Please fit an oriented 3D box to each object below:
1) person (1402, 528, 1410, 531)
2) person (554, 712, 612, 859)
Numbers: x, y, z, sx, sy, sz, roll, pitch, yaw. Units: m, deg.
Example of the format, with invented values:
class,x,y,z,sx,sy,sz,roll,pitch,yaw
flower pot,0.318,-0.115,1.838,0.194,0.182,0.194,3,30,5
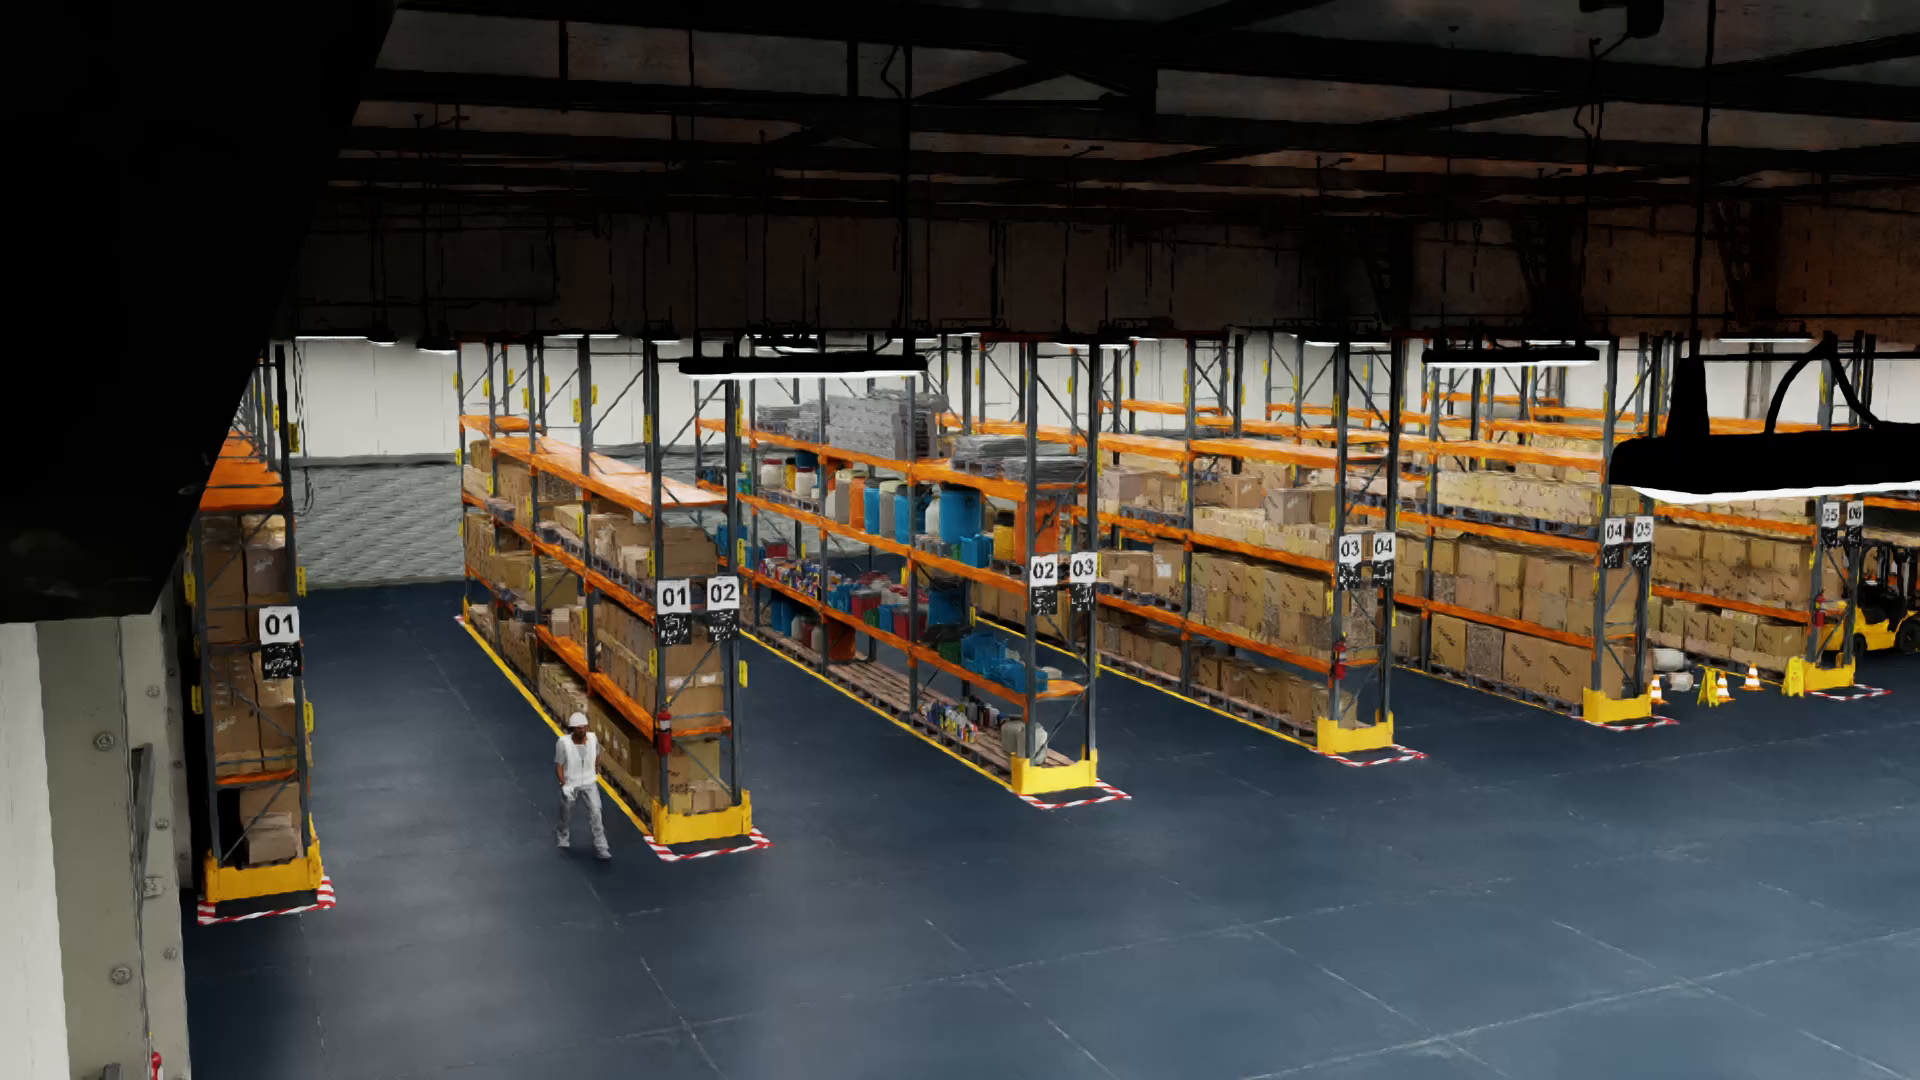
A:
class,x,y,z,sx,sy,sz,roll,pitch,yaw
person,9.654,0.590,36.209,0.581,1.718,0.640,0,8,-3
person,-4.460,2.845,19.492,0.578,1.704,1.054,-4,9,-30
